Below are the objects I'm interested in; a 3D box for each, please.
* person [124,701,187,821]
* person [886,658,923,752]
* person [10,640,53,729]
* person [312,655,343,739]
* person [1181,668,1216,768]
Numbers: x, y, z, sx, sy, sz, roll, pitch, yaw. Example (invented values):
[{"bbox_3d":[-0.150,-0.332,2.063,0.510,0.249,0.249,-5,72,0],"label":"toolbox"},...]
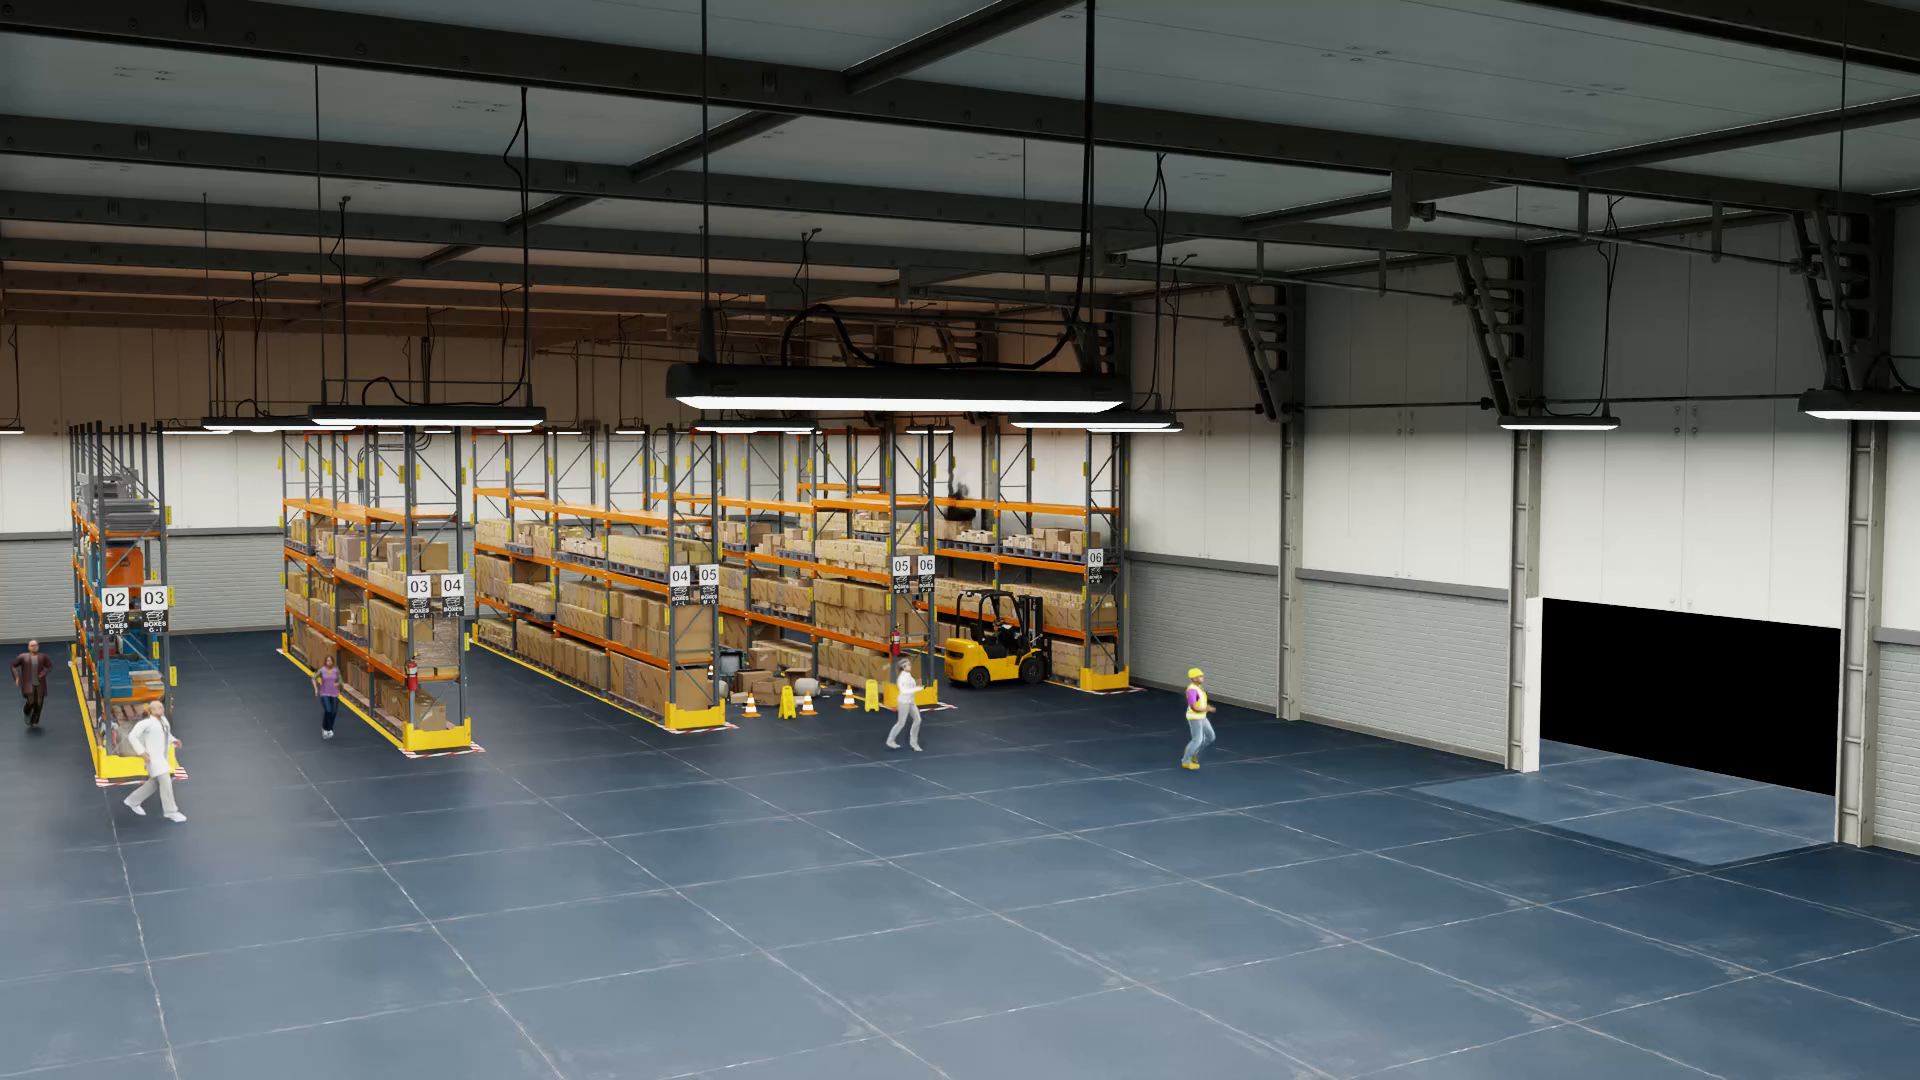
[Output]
[{"bbox_3d":[-12.051,3.296,24.870,0.993,1.799,0.712,0,4,1],"label":"person"},{"bbox_3d":[-0.993,3.004,30.298,0.725,1.747,0.598,1,4,17],"label":"person"},{"bbox_3d":[-18.146,2.838,32.584,0.714,1.736,0.616,-3,5,-42],"label":"person"},{"bbox_3d":[-11.951,2.973,31.497,0.508,1.587,0.657,-3,4,-35],"label":"person"},{"bbox_3d":[4.126,3.073,28.670,0.617,1.724,0.662,1,4,21],"label":"person"}]
